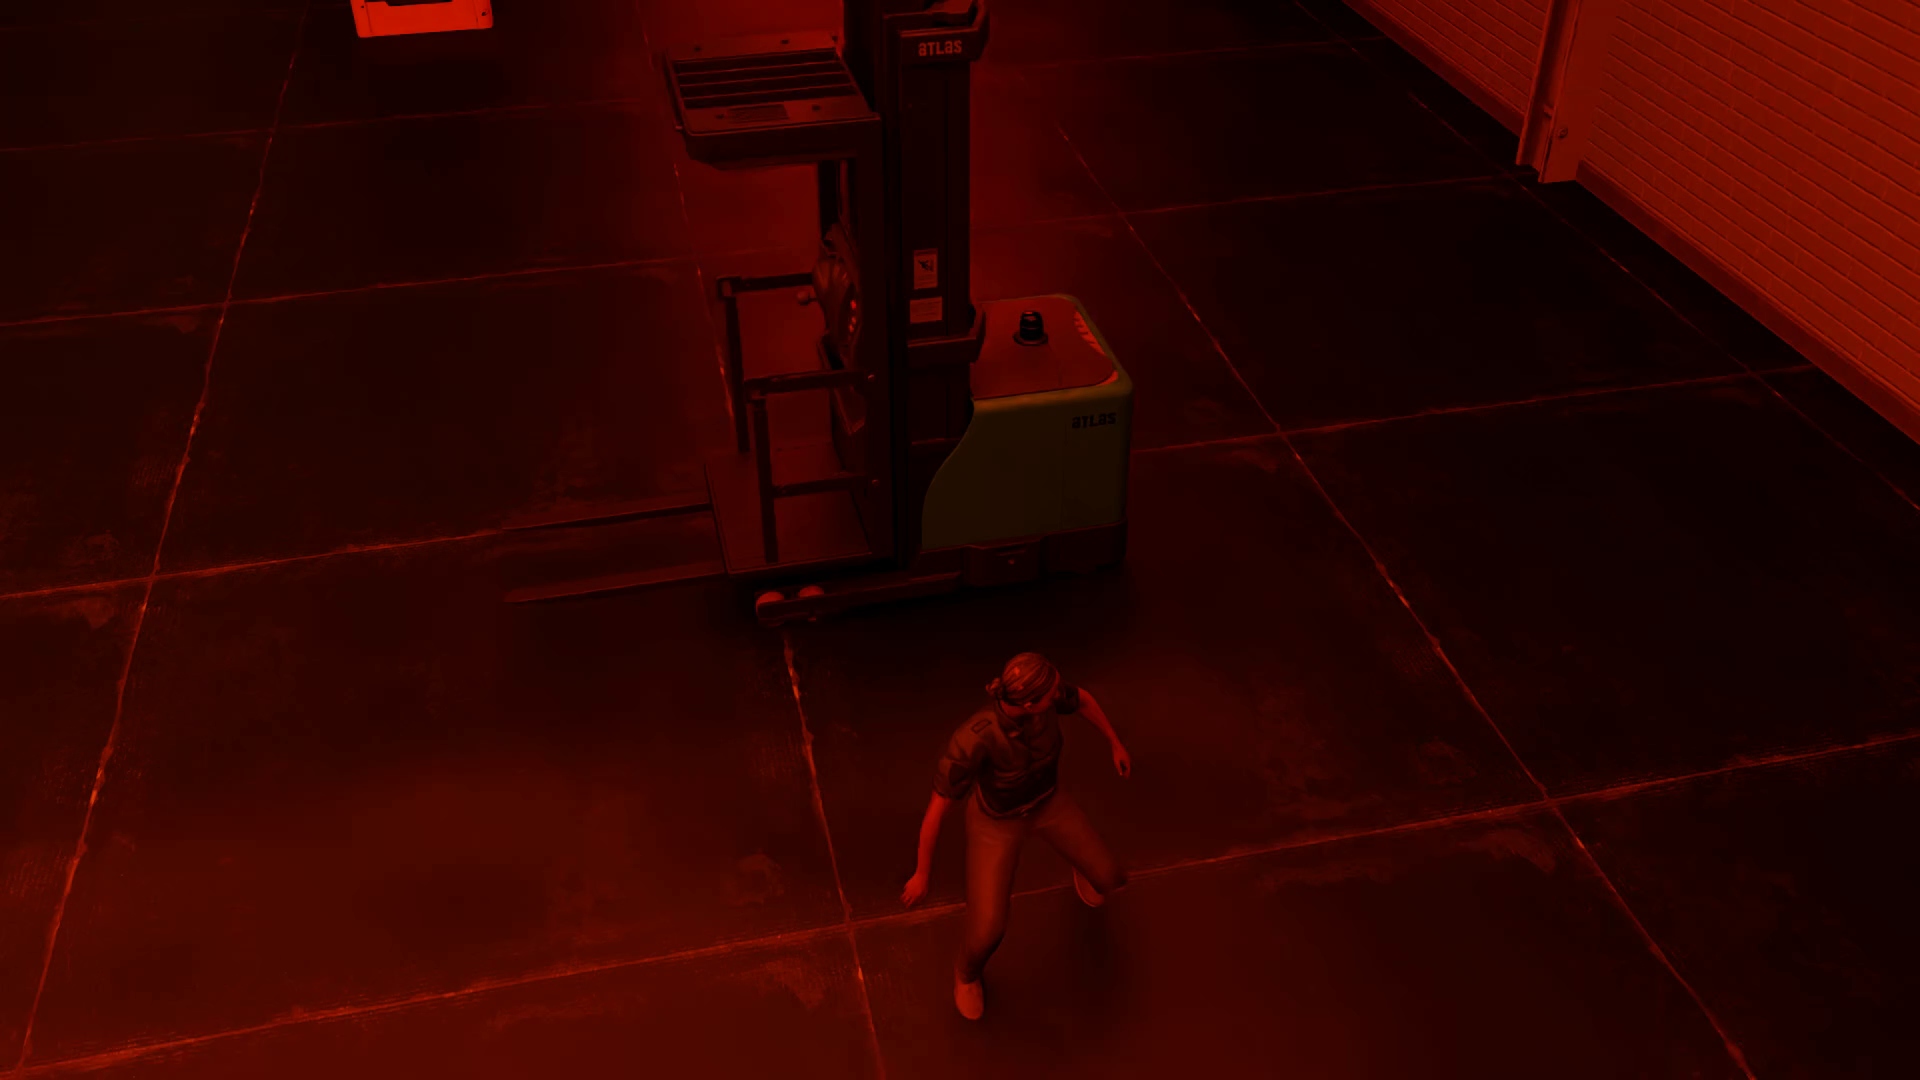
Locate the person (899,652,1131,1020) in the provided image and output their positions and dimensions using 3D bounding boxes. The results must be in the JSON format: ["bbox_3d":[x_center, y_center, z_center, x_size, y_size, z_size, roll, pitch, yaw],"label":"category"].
[{"bbox_3d":[0.208,1.003,5.909,0.995,1.545,0.486,-18,39,-23],"label":"person"}]

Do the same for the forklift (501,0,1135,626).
[{"bbox_3d":[-0.741,-1.115,7.600,3.031,2.935,1.130,-8,37,-11],"label":"forklift"}]
